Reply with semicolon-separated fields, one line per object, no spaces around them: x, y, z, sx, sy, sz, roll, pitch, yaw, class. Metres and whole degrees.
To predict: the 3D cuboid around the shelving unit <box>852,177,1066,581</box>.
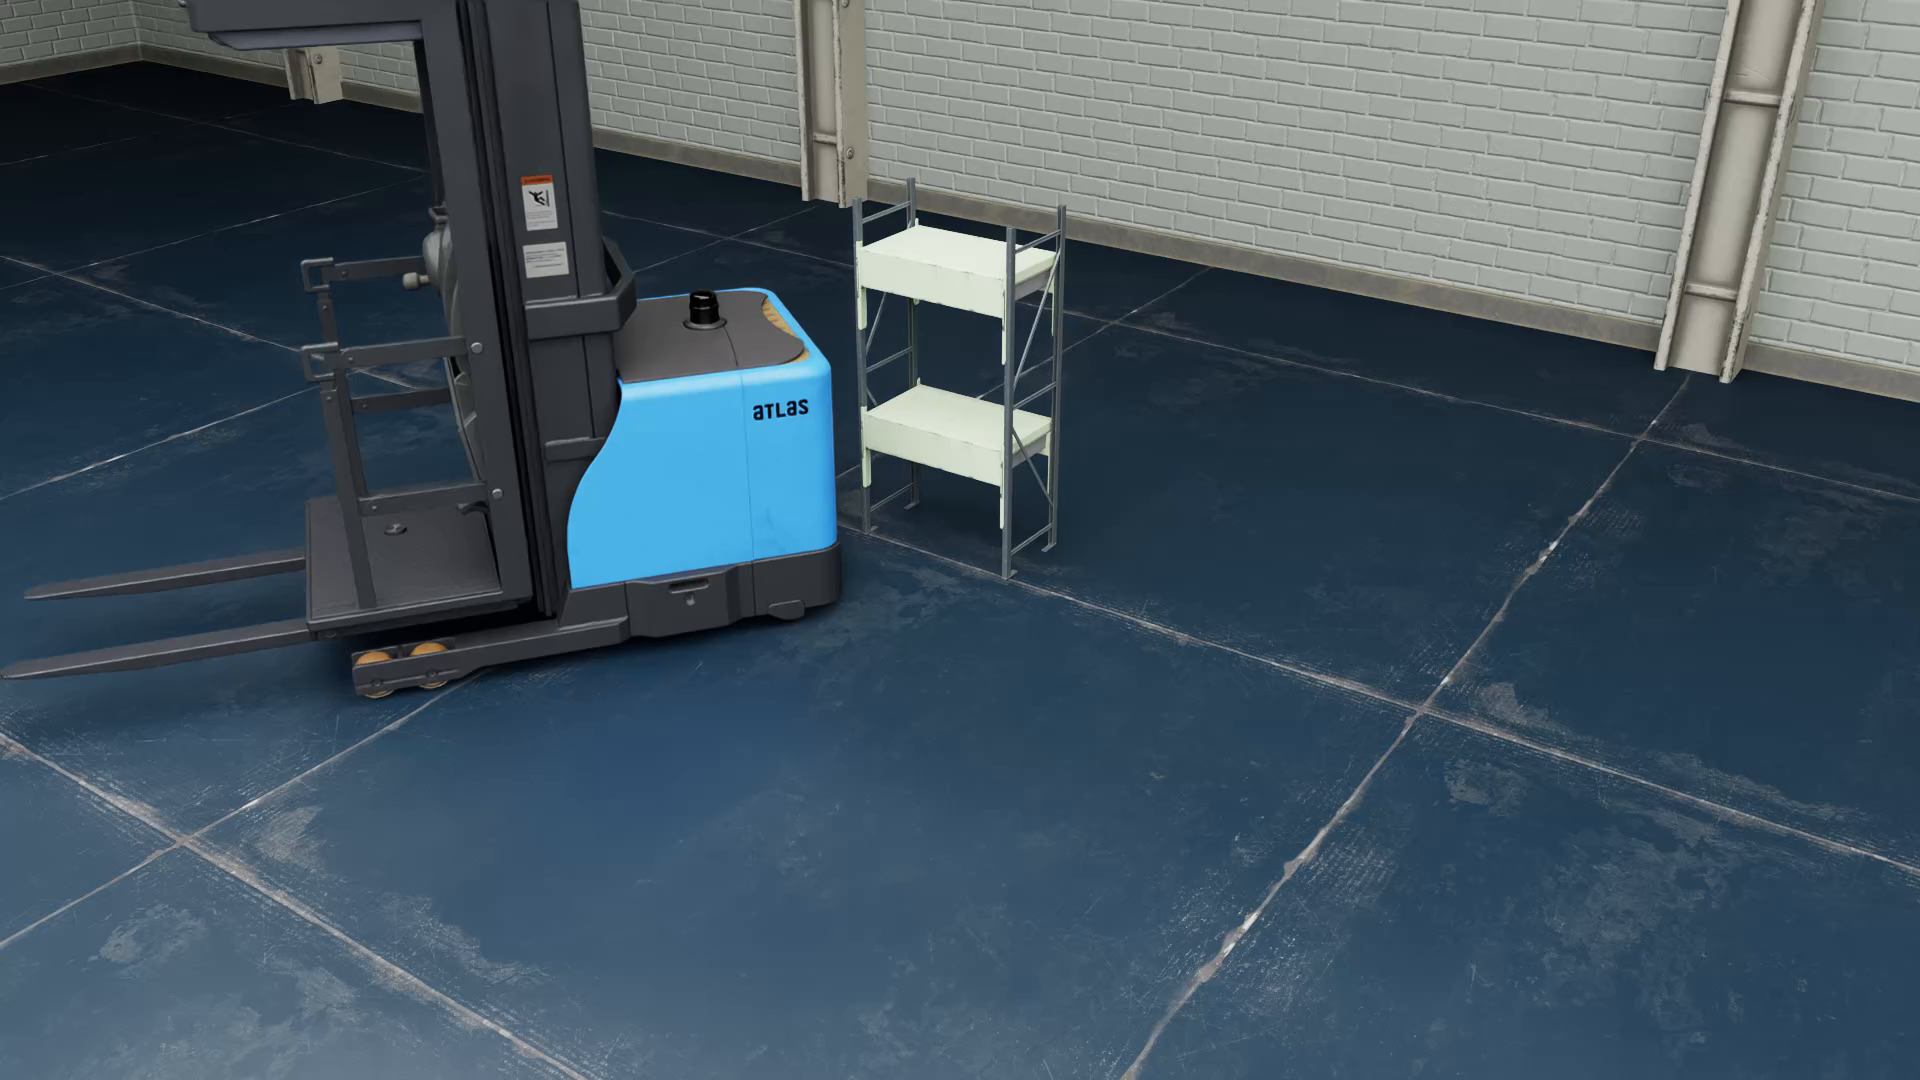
-0.006;-0.670;6.913;0.755;1.500;0.431;17;32;30;shelving unit

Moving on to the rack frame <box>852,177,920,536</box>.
-0.307;-0.764;7.098;0.023;1.500;0.400;17;32;30;rack frame

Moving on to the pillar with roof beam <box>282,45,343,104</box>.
-8.287;-6.427;9.958;0.400;9.000;9.100;17;32;30;pillar with roof beam

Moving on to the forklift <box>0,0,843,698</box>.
-2.044;-0.996;5.976;3.031;2.935;1.130;-9;28;-17;forklift

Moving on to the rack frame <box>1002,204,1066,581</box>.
0.296;-0.576;6.729;0.023;1.500;0.400;17;32;30;rack frame

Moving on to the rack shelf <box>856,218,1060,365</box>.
-0.006;-1.018;6.736;0.720;0.370;0.431;17;32;30;rack shelf

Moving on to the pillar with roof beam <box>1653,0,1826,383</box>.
1.604;-3.346;3.903;0.400;9.000;9.100;17;32;30;pillar with roof beam

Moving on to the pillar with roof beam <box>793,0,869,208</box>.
-3.342;-4.887;6.931;0.400;9.000;9.100;17;32;30;pillar with roof beam

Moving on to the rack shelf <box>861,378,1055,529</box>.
-0.006;-0.380;7.061;0.720;0.370;0.431;17;32;30;rack shelf
